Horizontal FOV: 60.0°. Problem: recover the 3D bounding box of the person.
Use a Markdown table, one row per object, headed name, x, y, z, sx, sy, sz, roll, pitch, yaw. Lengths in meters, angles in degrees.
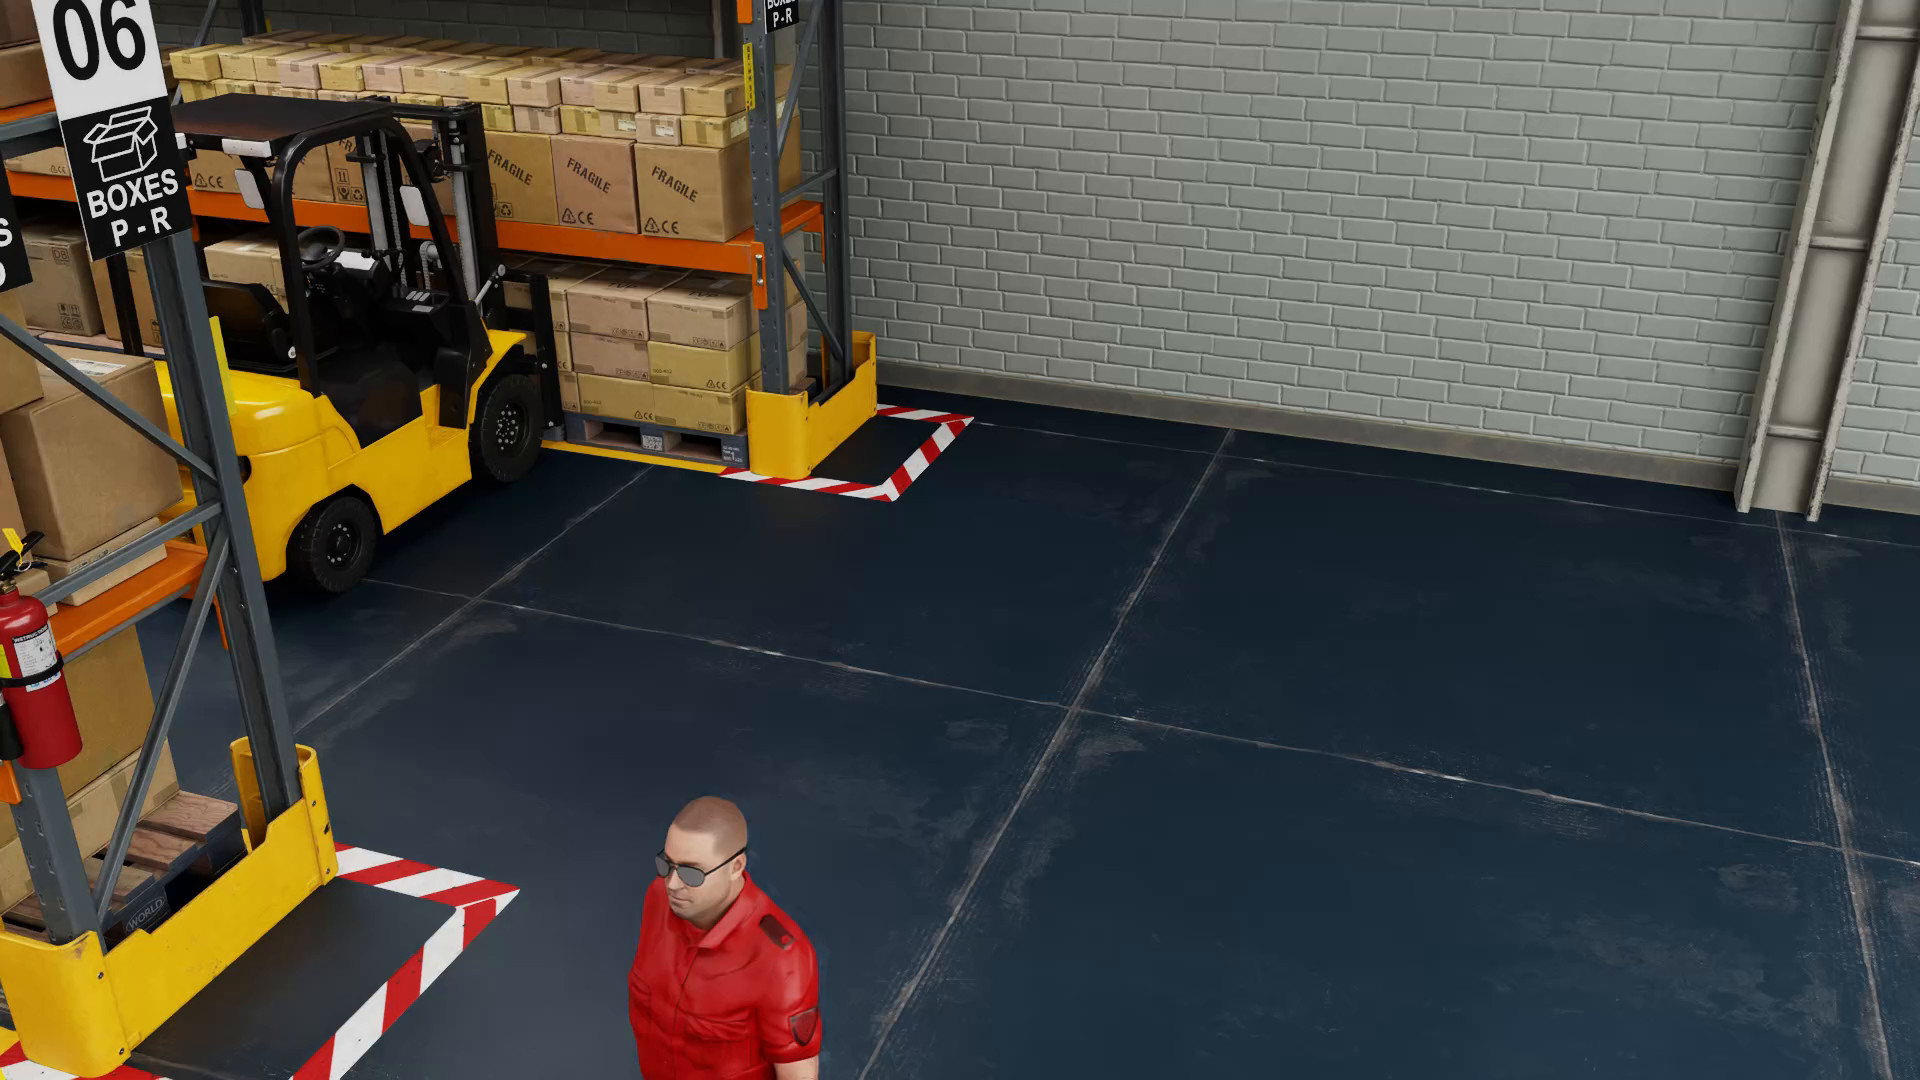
| name | x | y | z | sx | sy | sz | roll | pitch | yaw |
| --- | --- | --- | --- | --- | --- | --- | --- | --- | --- |
| person | -0.556 | 1.335 | 3.844 | 0.572 | 1.678 | 1.036 | 17 | 30 | 32 |
